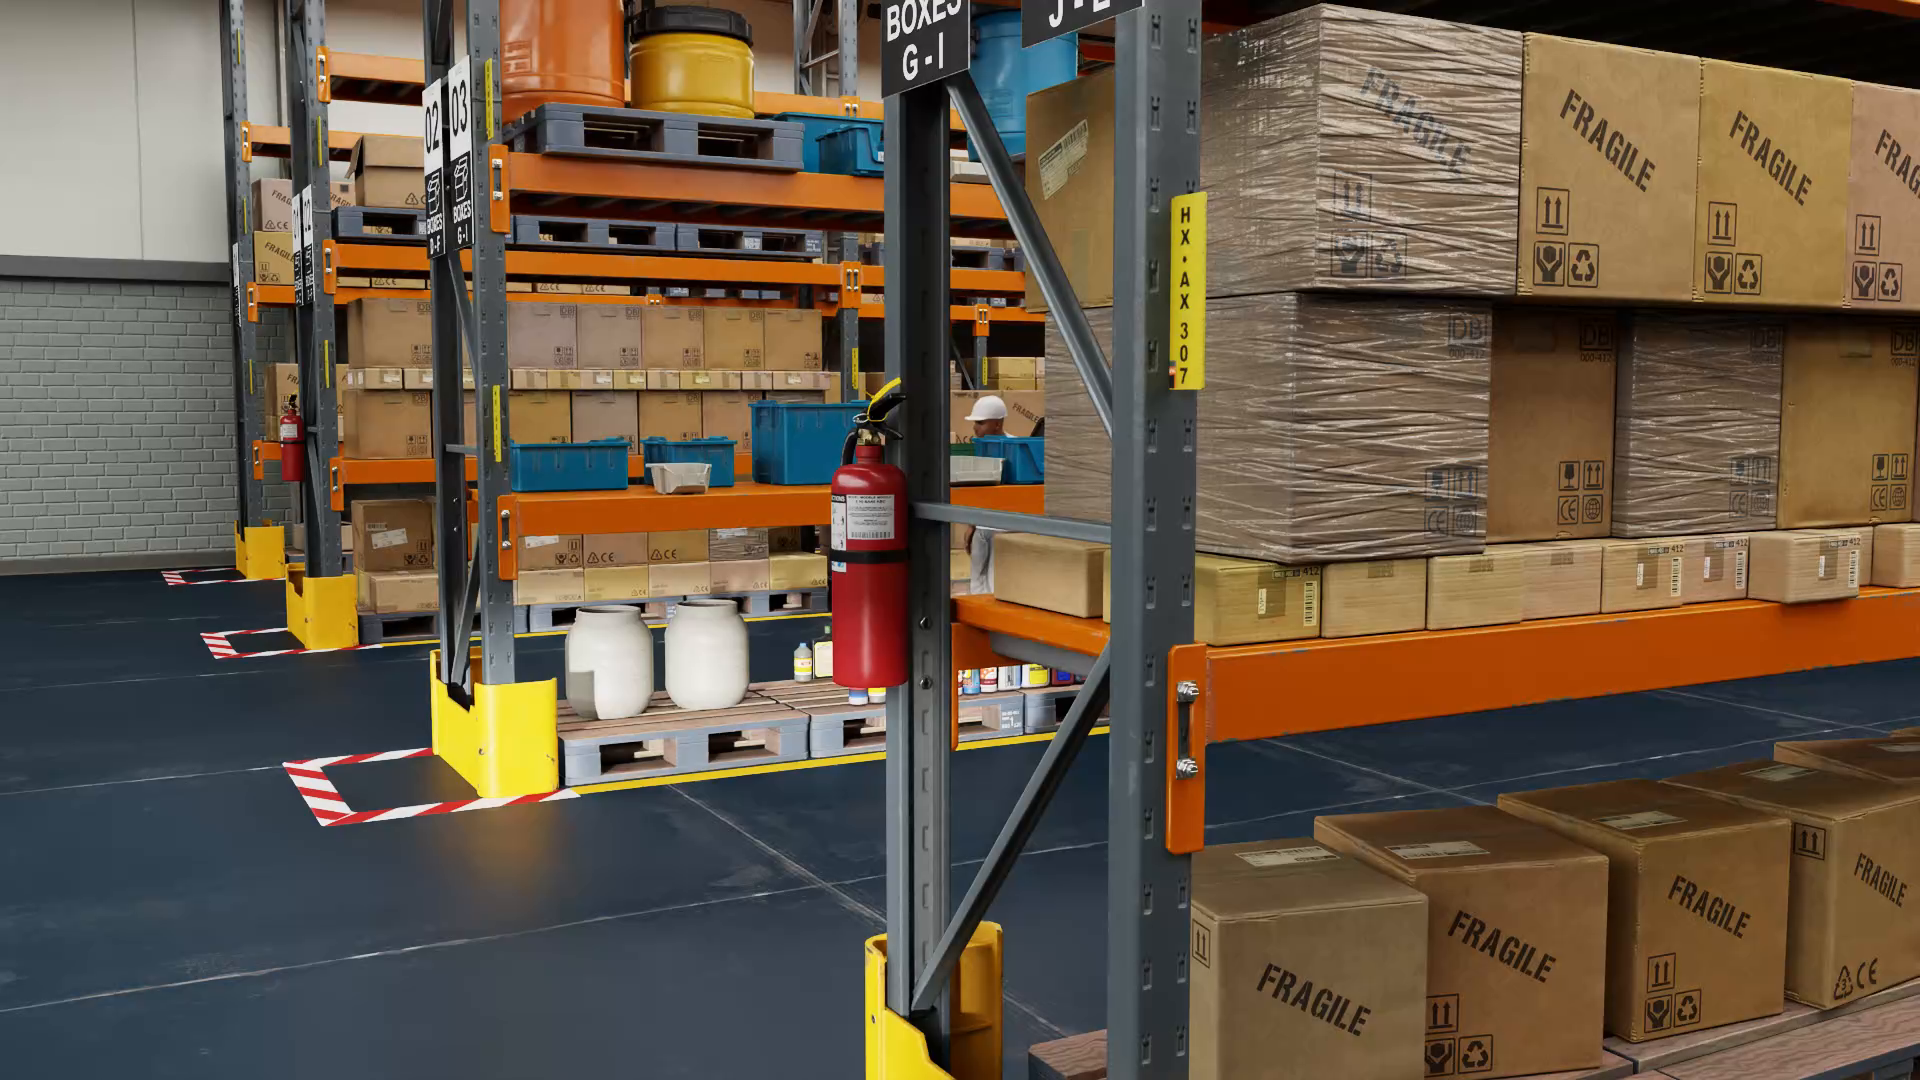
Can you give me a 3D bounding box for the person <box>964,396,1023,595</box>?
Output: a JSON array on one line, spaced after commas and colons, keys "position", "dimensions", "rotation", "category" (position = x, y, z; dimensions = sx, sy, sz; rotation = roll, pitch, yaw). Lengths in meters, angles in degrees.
[{"position": [0.227, -0.048, 10.730], "dimensions": [0.463, 1.755, 0.627], "rotation": [-3, 6, -31], "category": "person"}]
